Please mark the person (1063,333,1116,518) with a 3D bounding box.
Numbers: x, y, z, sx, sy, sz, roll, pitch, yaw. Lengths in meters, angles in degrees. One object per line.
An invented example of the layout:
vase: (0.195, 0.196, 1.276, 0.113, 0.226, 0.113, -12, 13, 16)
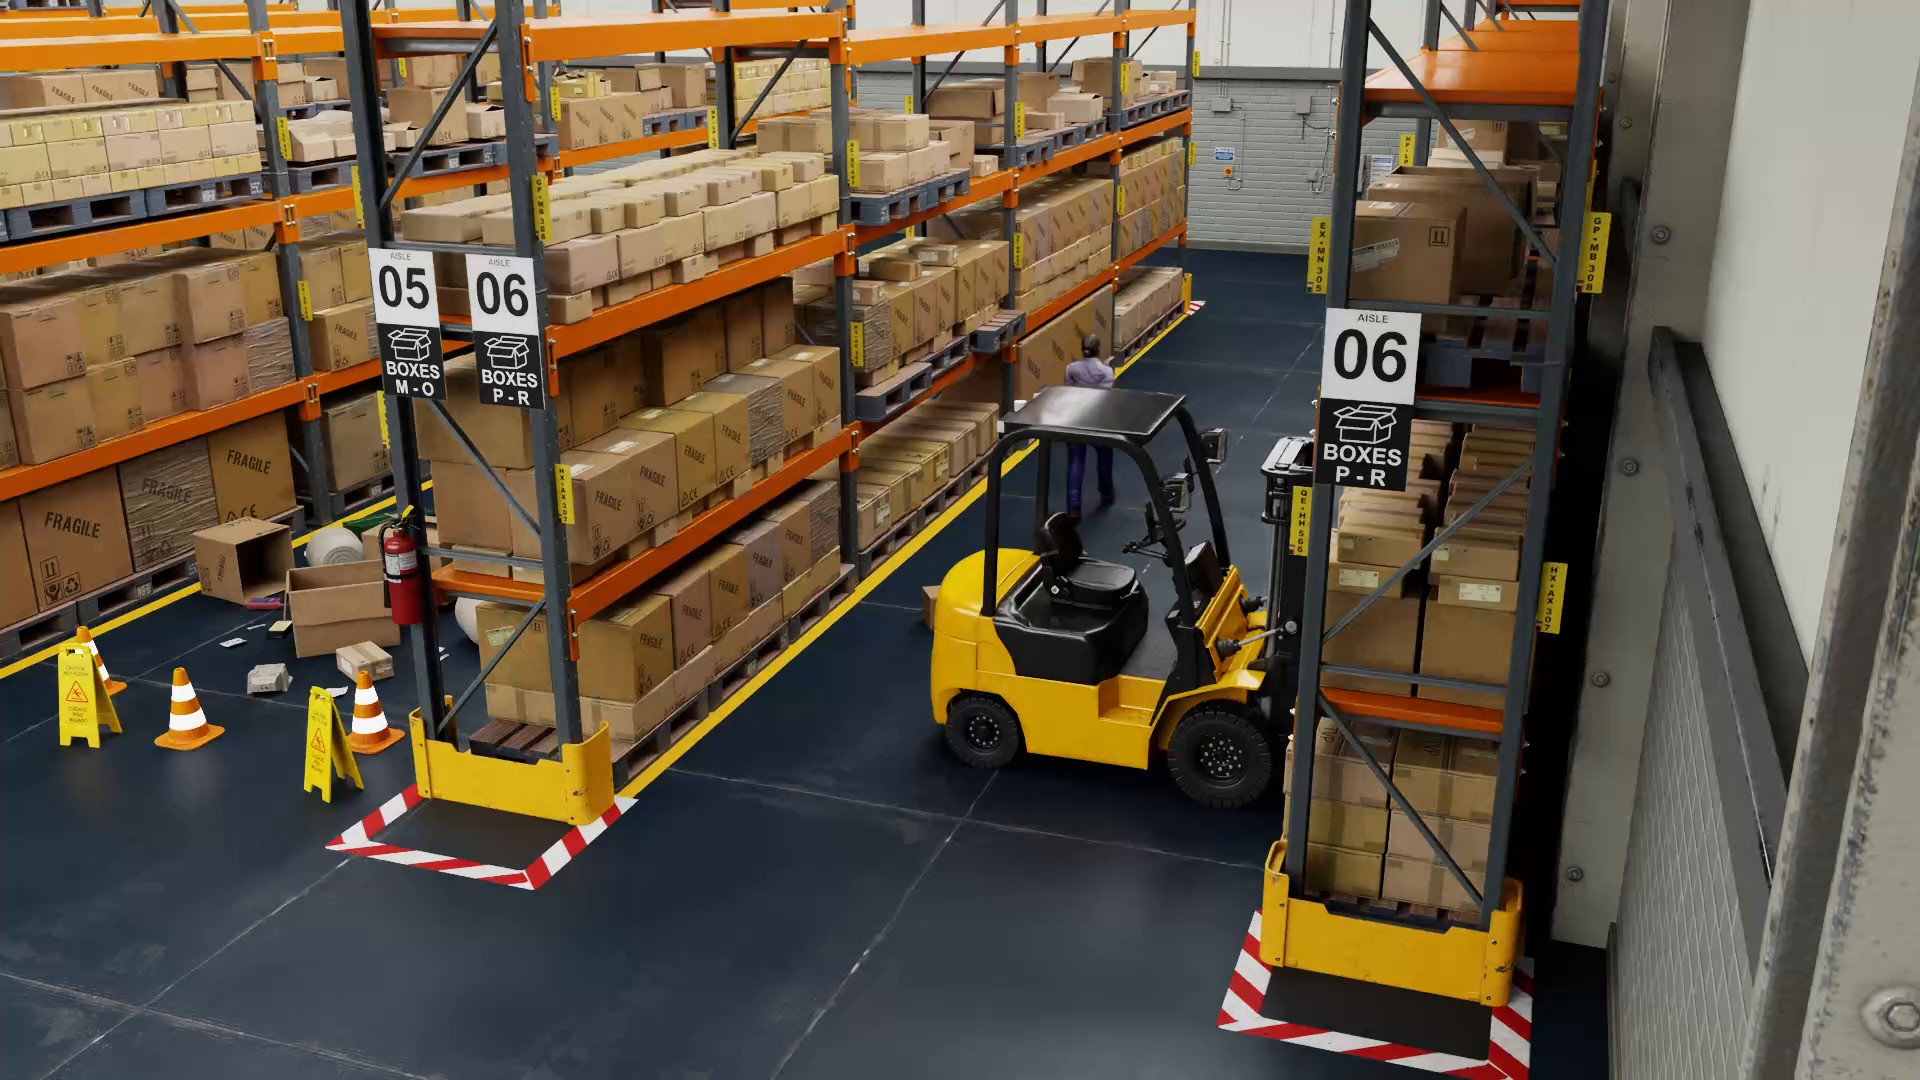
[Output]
person: (1.146, -1.059, 14.658, 0.491, 1.587, 1.004, 5, 19, 14)
